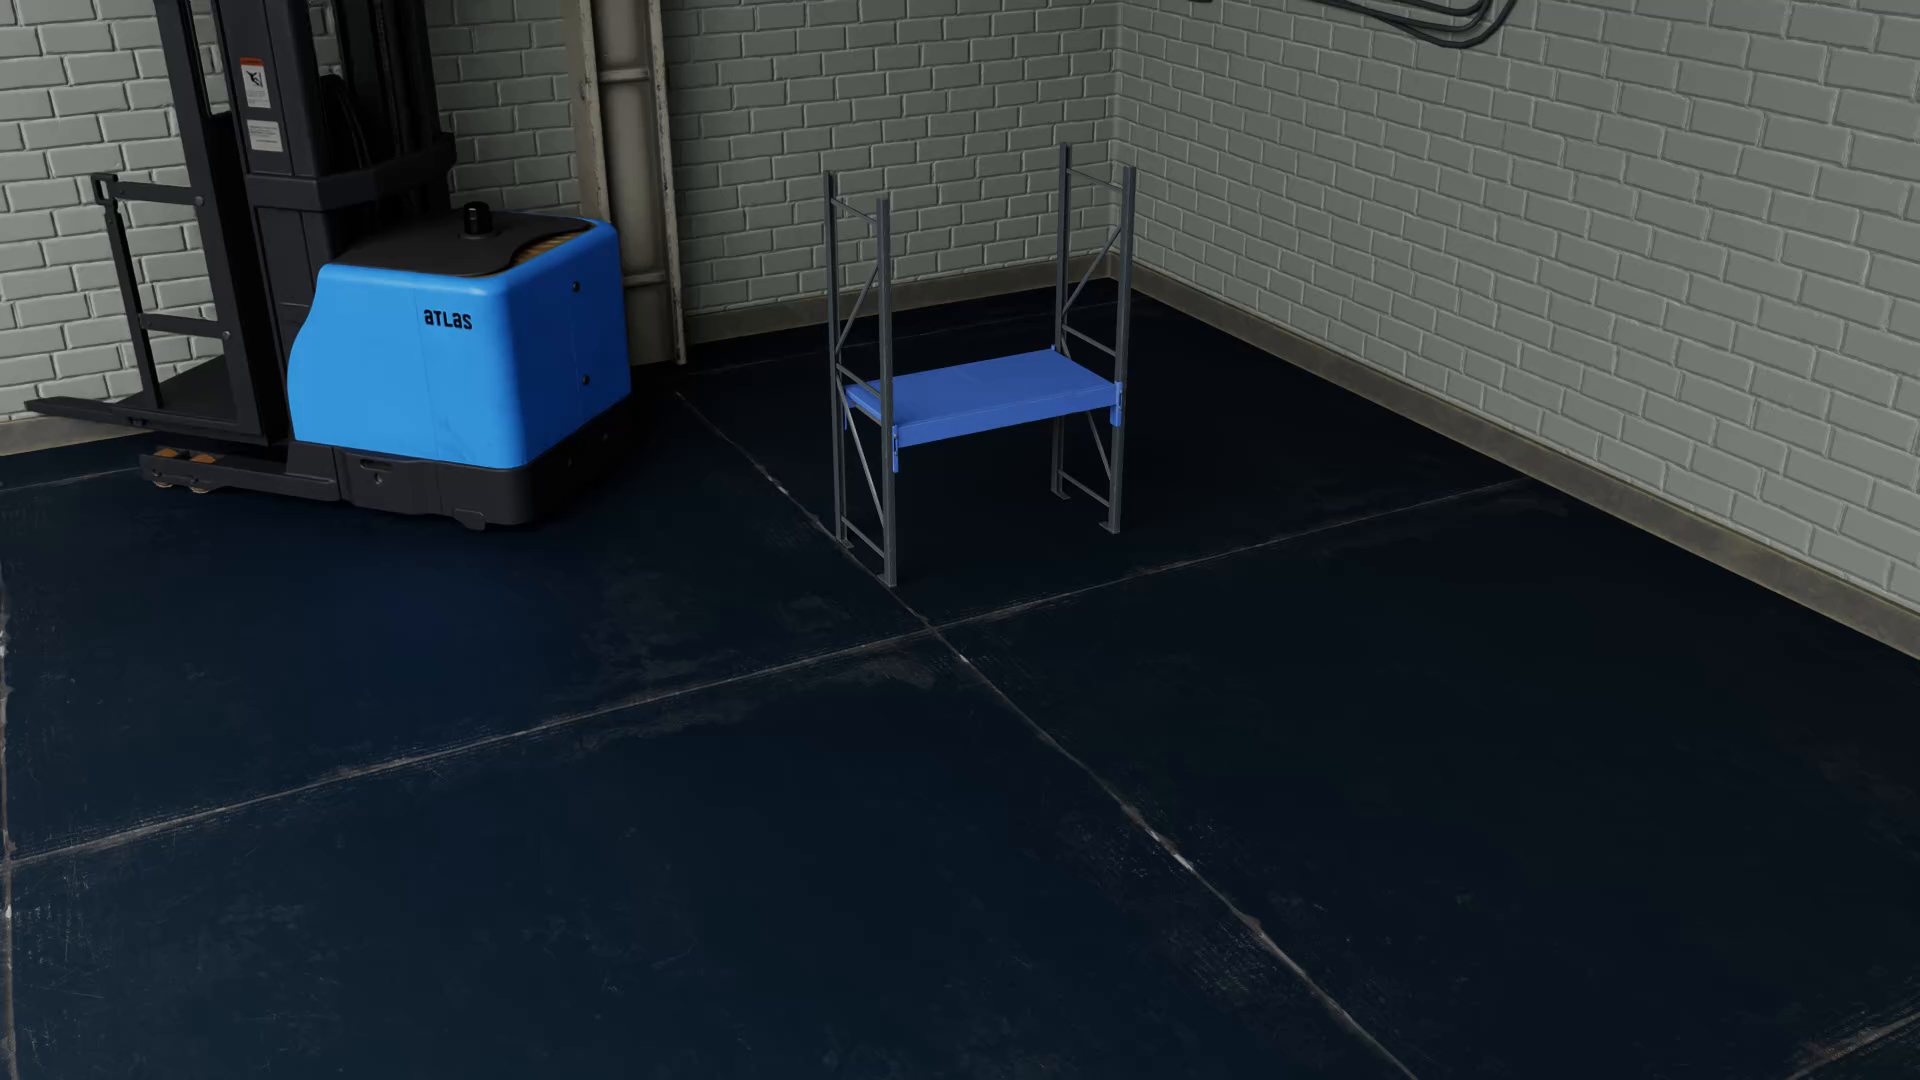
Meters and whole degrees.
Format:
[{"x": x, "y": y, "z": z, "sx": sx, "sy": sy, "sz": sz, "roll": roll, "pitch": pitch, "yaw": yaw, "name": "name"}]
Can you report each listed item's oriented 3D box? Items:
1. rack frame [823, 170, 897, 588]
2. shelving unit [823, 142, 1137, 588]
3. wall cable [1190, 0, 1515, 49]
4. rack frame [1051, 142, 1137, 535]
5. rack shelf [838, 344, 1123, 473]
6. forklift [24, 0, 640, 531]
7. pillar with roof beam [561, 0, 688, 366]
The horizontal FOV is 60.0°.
[{"x": -0.373, "y": -0.590, "z": 6.246, "sx": 0.032, "sy": 1.500, "sz": 0.500, "roll": -13, "pitch": 29, "yaw": -25, "name": "rack frame"}, {"x": 0.075, "y": -0.693, "z": 6.462, "sx": 1.048, "sy": 1.500, "sz": 0.538, "roll": -13, "pitch": 29, "yaw": -25, "name": "shelving unit"}, {"x": 1.556, "y": -3.693, "z": 7.633, "sx": 0.112, "sy": 2.526, "sz": 3.097, "roll": -13, "pitch": 29, "yaw": -25, "name": "wall cable"}, {"x": 0.524, "y": -0.797, "z": 6.677, "sx": 0.032, "sy": 1.500, "sz": 0.500, "roll": -13, "pitch": 29, "yaw": -25, "name": "rack frame"}, {"x": 0.075, "y": -0.531, "z": 6.539, "sx": 1.000, "sy": 0.185, "sz": 0.538, "roll": -13, "pitch": 29, "yaw": -25, "name": "rack shelf"}, {"x": -3.022, "y": -1.727, "z": 6.961, "sx": 3.031, "sy": 2.935, "sz": 1.130, "roll": 8, "pitch": 27, "yaw": 17, "name": "forklift"}, {"x": 0.360, "y": -3.354, "z": 3.339, "sx": 0.400, "sy": 9.000, "sz": 9.100, "roll": -13, "pitch": 29, "yaw": -25, "name": "pillar with roof beam"}]
